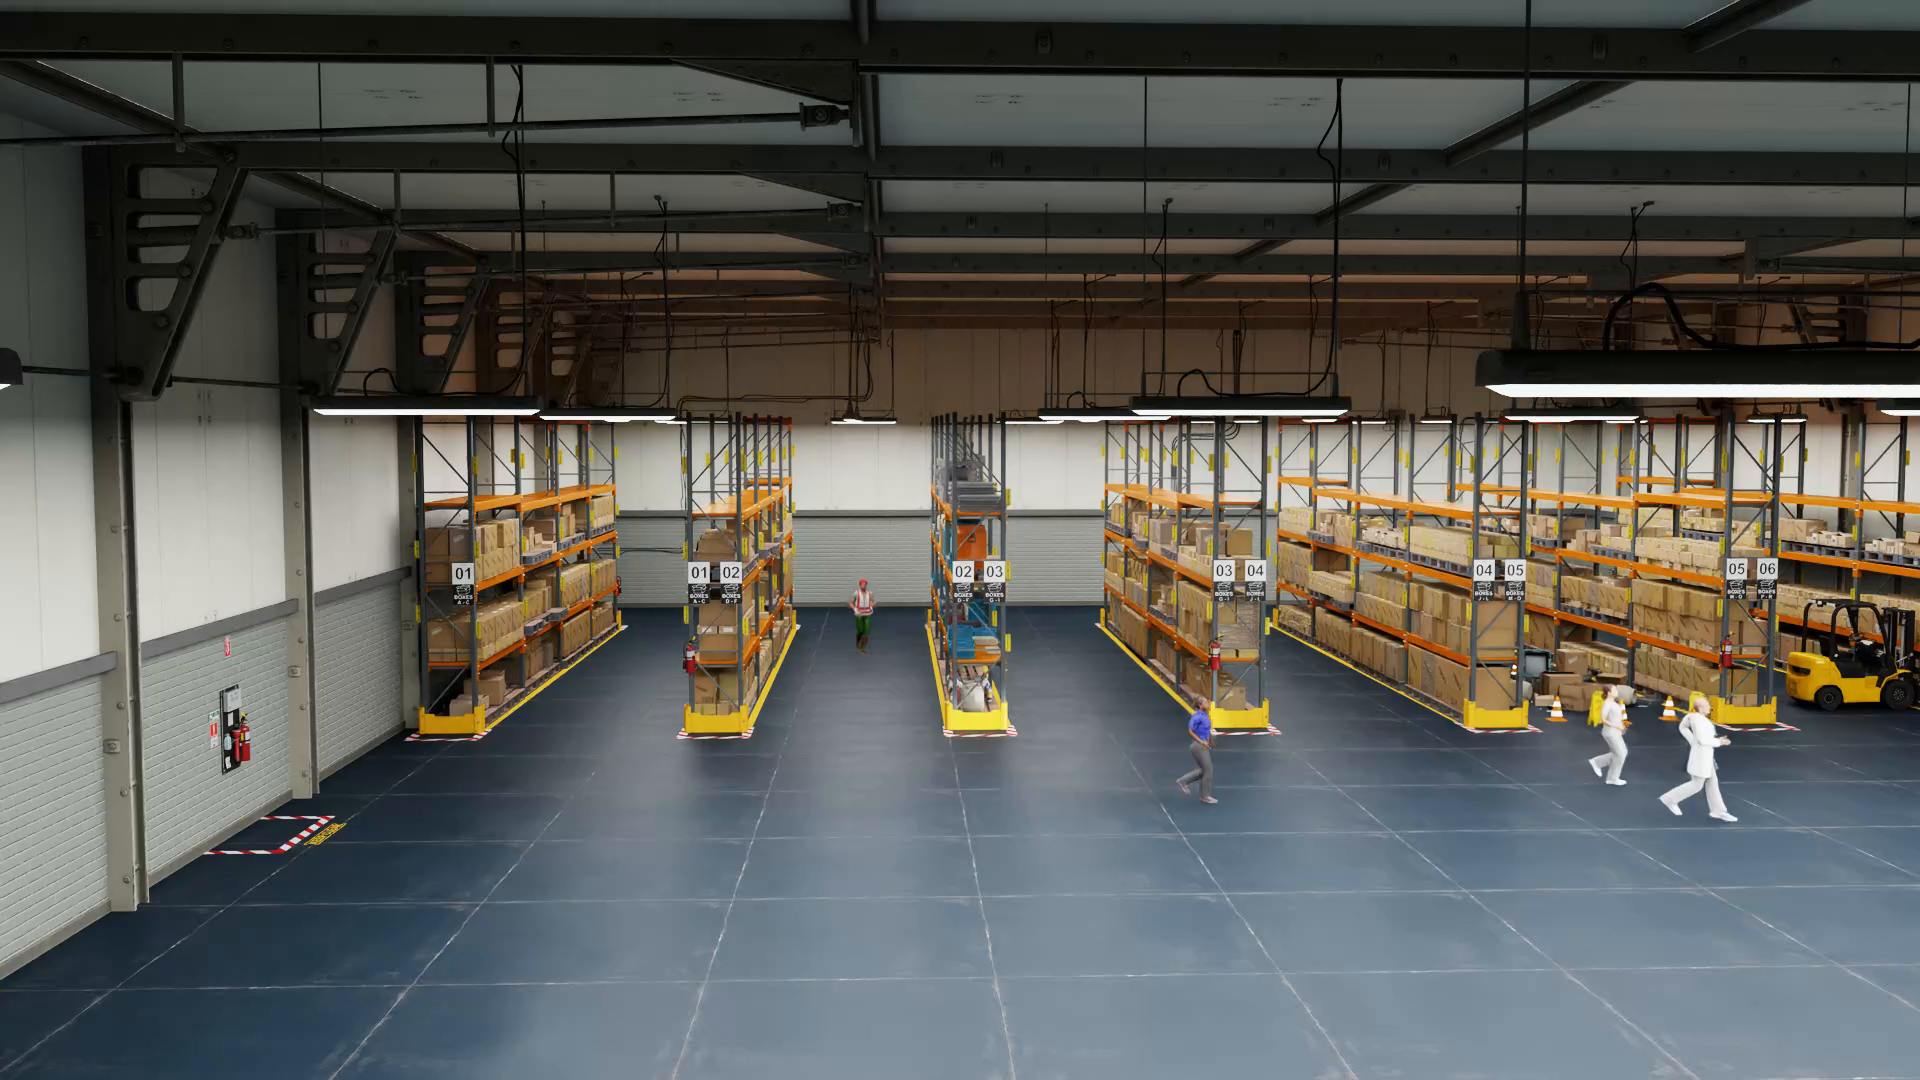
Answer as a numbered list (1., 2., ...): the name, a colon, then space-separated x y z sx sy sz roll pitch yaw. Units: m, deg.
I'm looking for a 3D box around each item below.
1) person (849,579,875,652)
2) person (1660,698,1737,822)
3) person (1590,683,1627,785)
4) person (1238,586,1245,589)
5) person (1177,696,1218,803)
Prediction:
1. person: -2.338 1.821 40.159 0.649 1.768 0.686 -1 4 -19
2. person: 10.711 3.174 24.073 1.049 1.781 0.710 1 4 21
3. person: 10.389 3.096 26.629 0.594 1.617 0.561 3 5 34
4. person: 7.910 1.765 46.300 0.619 1.686 0.790 0 4 -1
5. person: 3.638 3.190 25.383 0.621 1.638 0.587 1 4 20
